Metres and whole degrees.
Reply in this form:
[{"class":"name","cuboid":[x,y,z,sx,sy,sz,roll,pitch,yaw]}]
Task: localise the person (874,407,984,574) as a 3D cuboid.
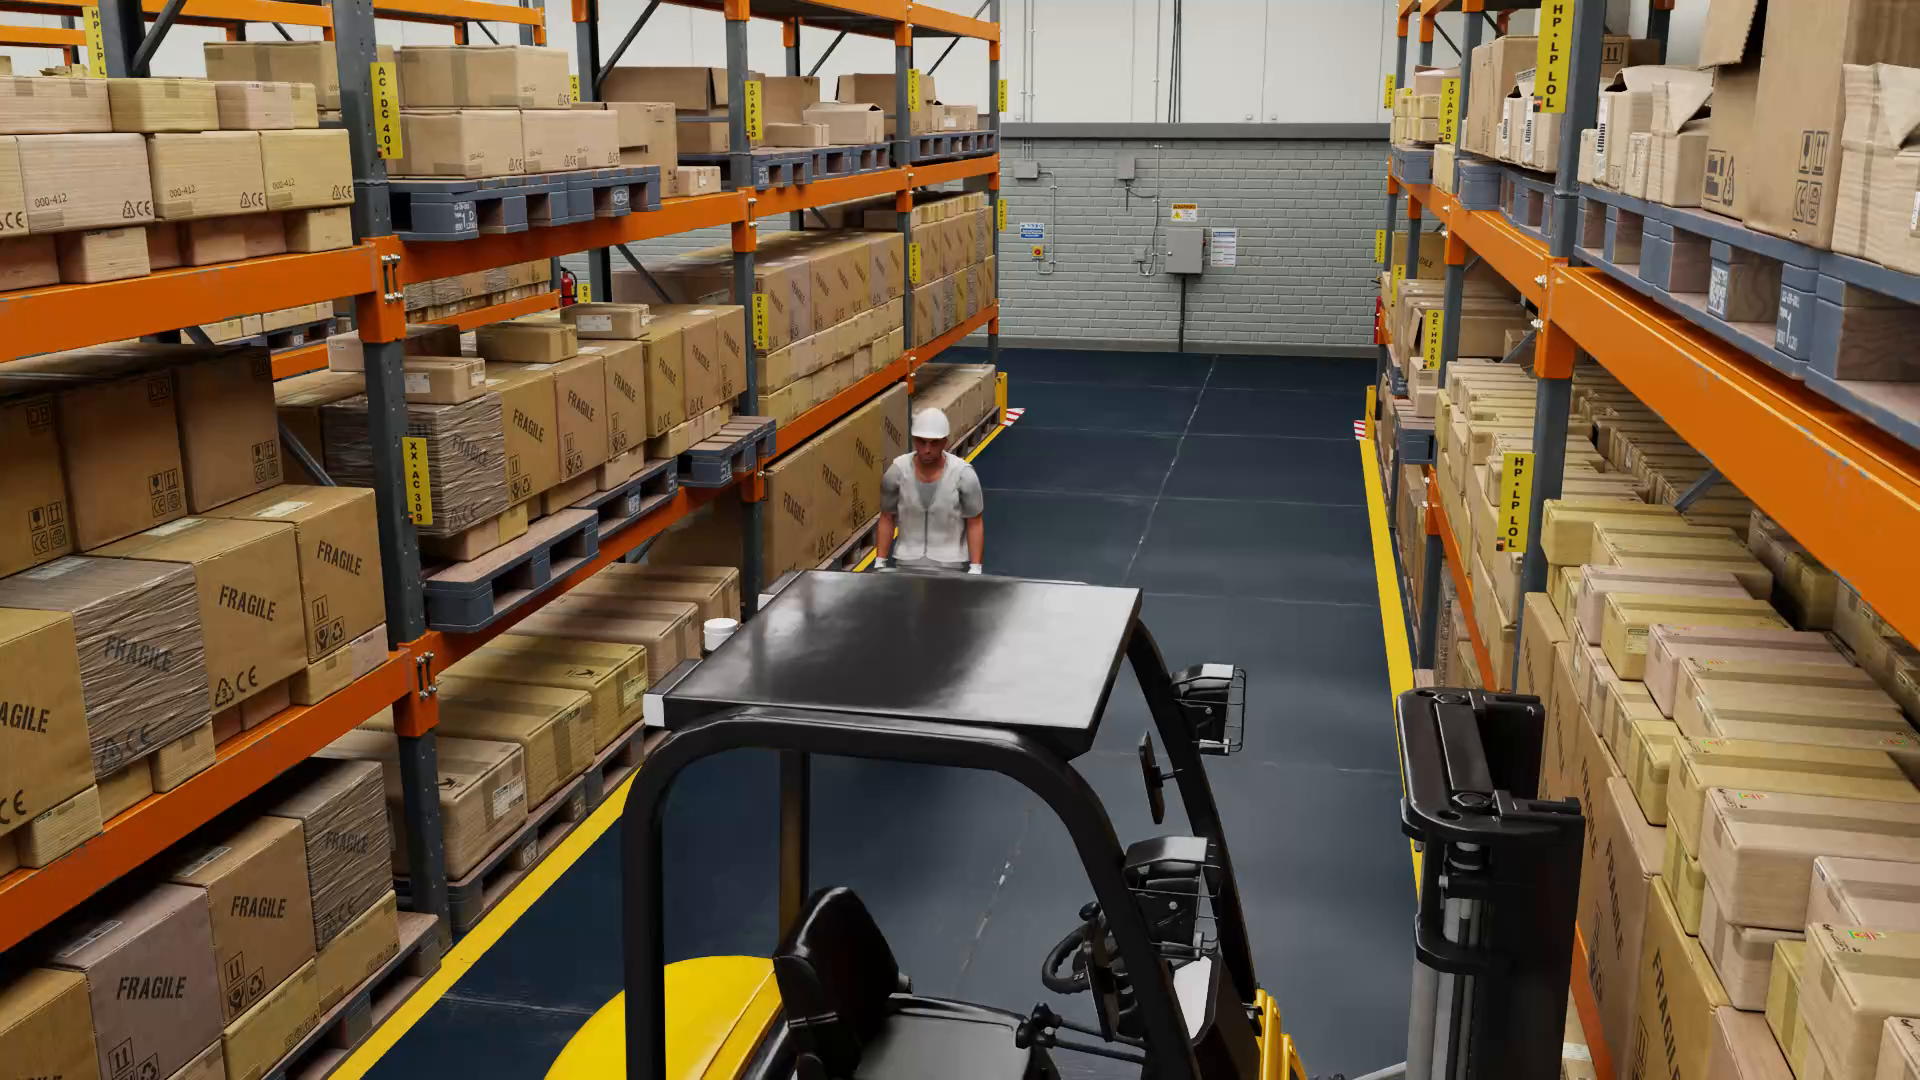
[{"class":"person","cuboid":[-0.170,0.166,8.839,0.609,1.779,0.449,2,15,9]}]
